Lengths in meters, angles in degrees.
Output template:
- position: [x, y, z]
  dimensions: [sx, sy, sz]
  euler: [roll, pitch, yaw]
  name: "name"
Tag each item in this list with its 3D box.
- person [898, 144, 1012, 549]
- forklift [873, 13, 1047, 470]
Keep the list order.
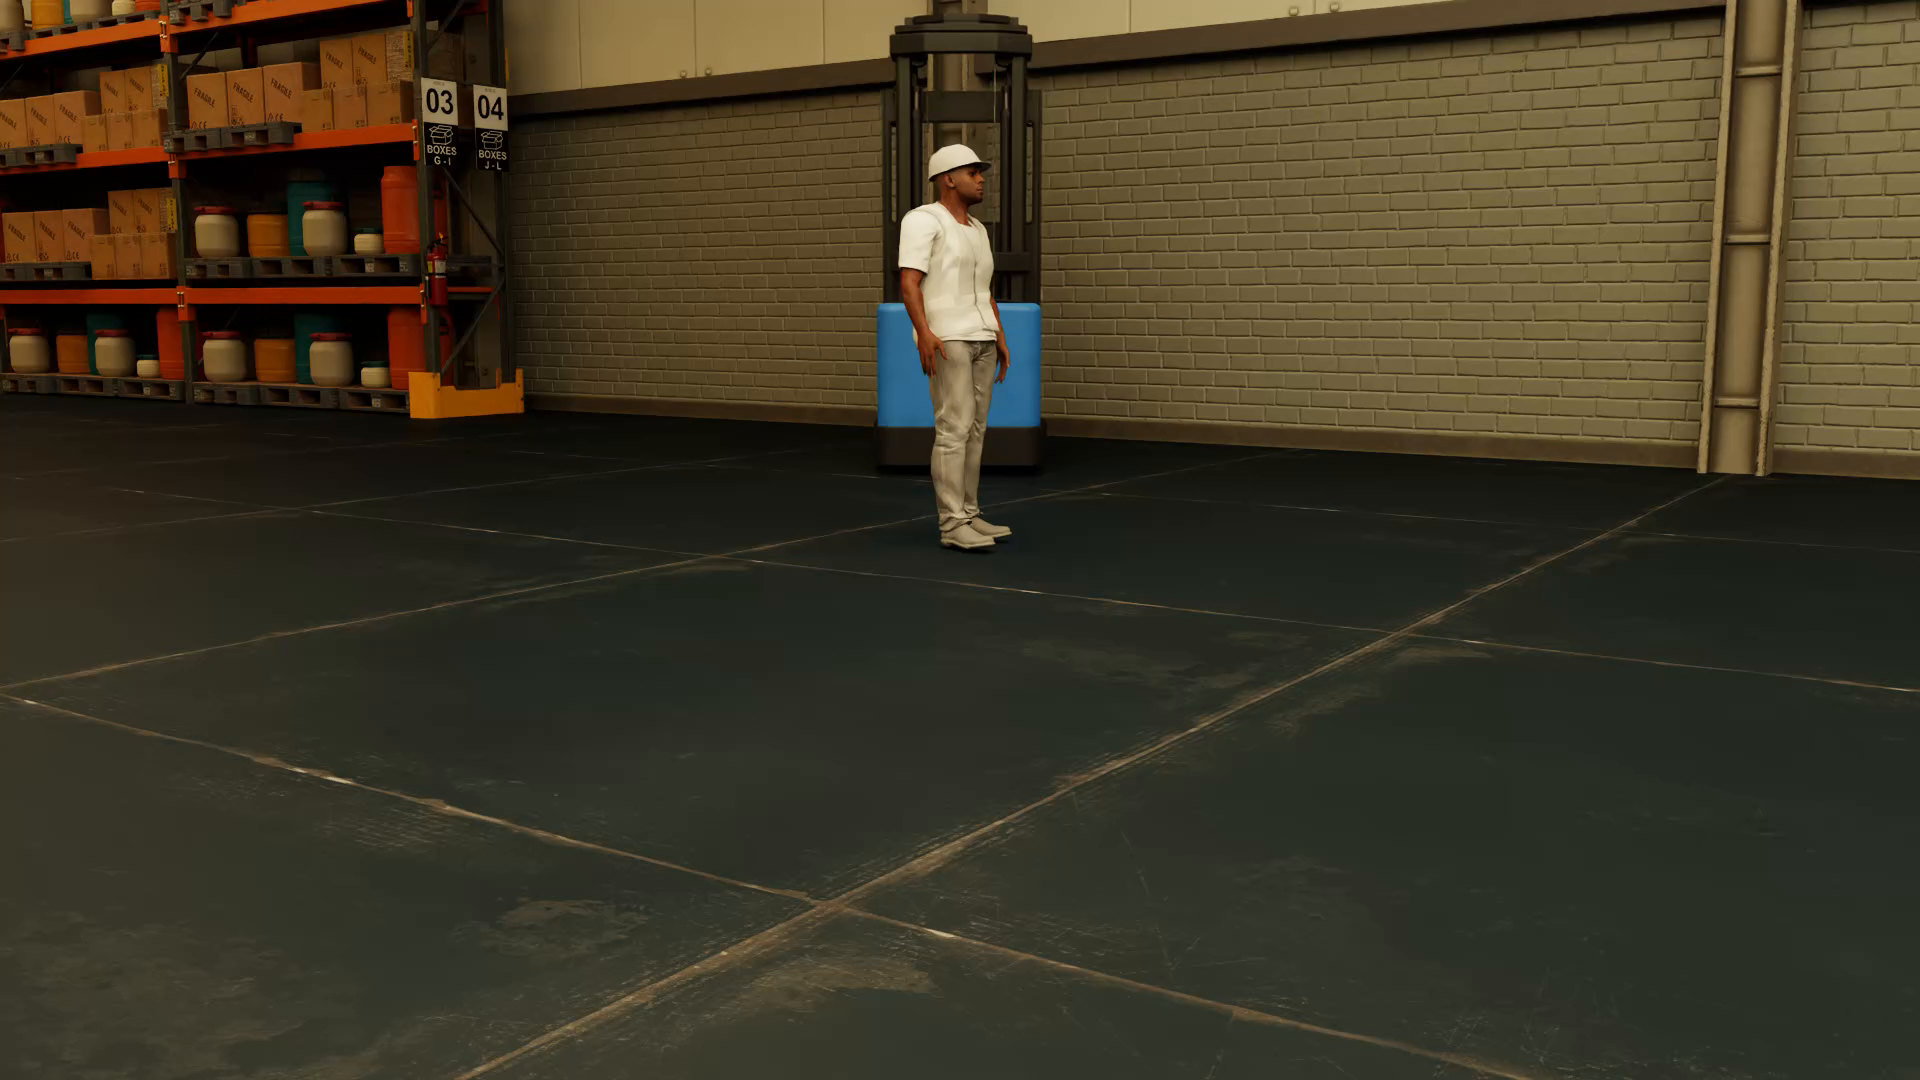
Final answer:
- position: [0.055, -0.876, 7.435]
  dimensions: [0.575, 1.768, 0.665]
  euler: [5, 10, 34]
  name: "person"
- position: [0.018, -2.054, 11.637]
  dimensions: [1.130, 2.935, 3.031]
  euler: [0, 8, 1]
  name: "forklift"
